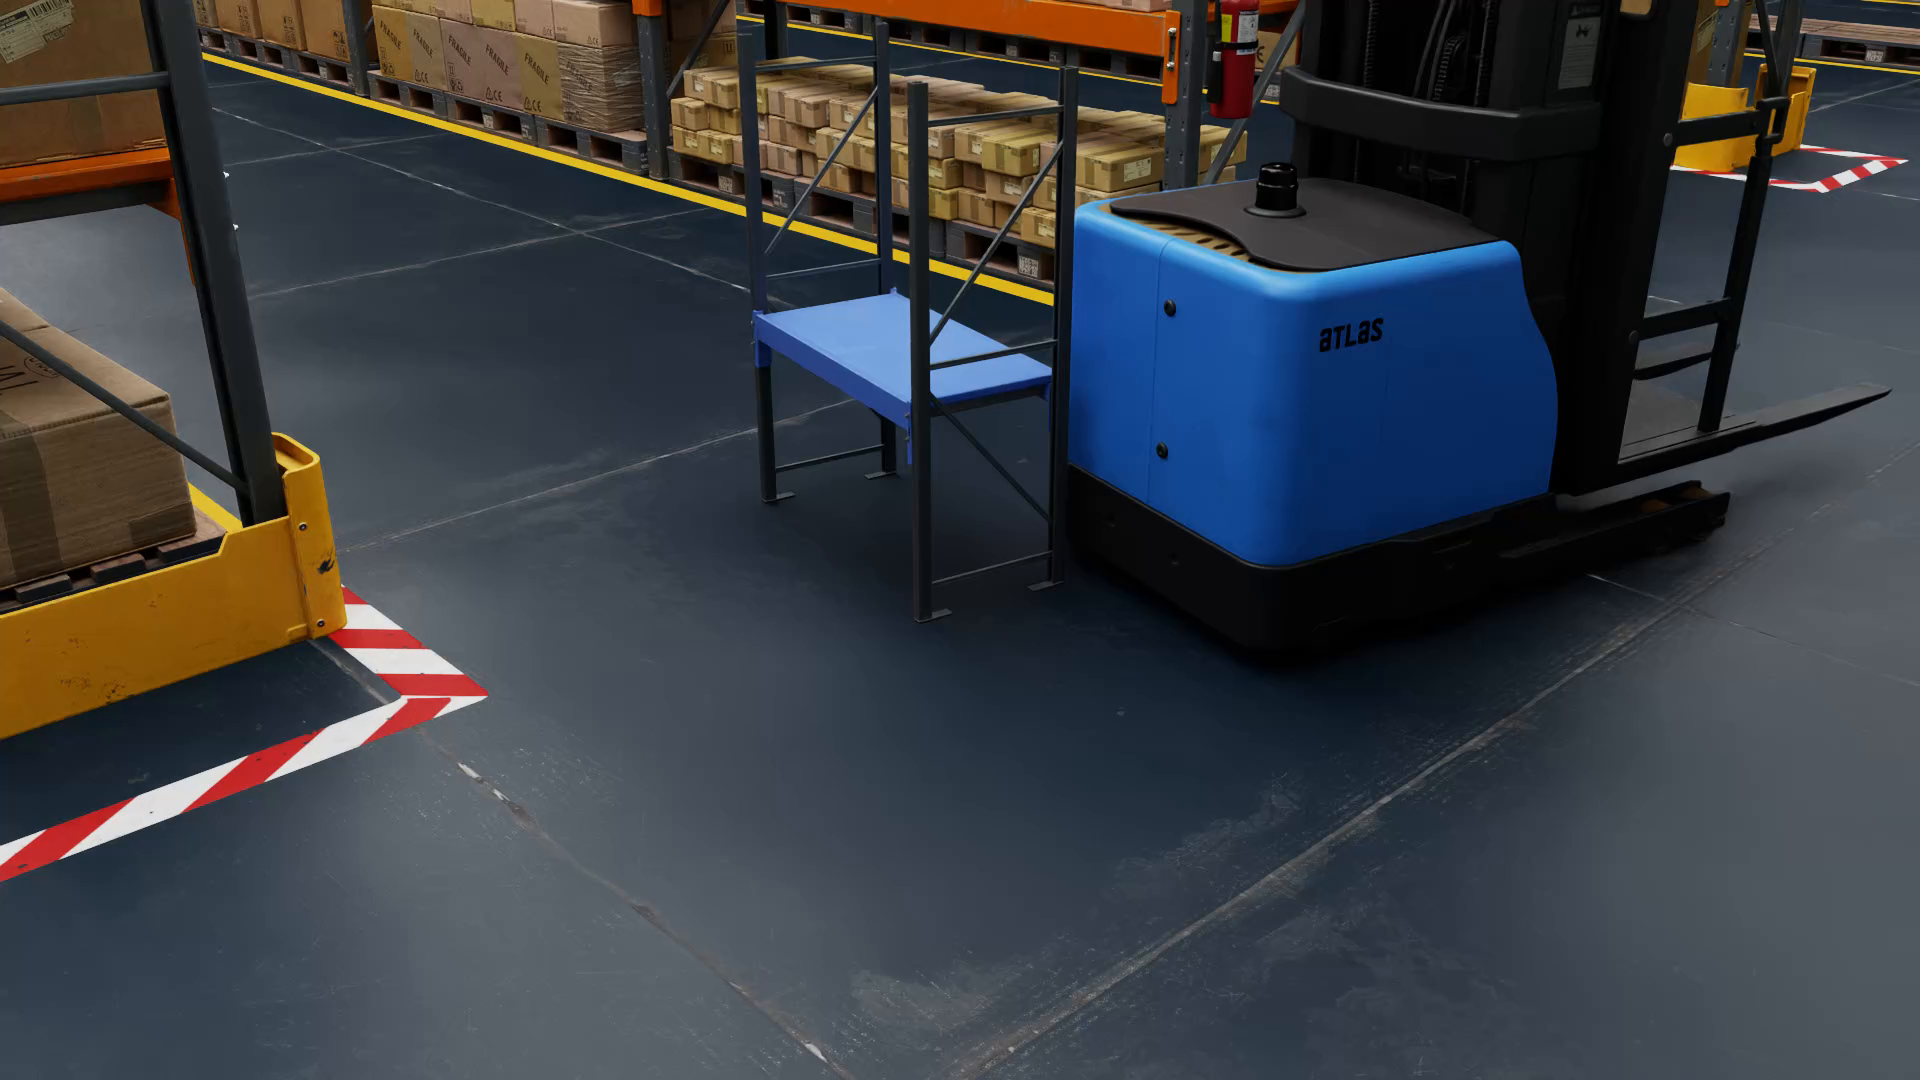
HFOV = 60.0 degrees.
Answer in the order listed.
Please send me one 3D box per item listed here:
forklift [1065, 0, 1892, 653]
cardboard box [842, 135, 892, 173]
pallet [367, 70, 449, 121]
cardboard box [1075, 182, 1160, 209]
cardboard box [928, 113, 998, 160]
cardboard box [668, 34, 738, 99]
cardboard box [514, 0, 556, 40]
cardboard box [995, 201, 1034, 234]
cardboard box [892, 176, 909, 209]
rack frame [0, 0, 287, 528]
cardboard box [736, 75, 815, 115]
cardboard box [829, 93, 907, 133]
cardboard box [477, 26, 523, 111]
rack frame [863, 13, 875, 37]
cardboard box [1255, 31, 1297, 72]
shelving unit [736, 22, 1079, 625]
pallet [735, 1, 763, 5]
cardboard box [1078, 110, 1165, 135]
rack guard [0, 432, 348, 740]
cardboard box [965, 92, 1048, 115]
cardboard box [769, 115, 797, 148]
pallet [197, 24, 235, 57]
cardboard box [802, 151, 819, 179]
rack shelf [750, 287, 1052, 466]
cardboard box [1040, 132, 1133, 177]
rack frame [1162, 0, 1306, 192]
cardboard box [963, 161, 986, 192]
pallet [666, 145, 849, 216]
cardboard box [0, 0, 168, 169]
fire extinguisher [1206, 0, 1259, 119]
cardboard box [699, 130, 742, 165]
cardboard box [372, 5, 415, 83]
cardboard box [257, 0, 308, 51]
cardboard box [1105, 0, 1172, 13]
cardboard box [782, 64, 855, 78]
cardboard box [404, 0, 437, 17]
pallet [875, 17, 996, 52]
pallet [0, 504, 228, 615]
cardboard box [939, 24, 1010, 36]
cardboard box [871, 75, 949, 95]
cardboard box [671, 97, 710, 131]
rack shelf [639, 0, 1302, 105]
[{"bbox_3d":[1.826,-1.465,4.929,3.031,2.935,1.130,-14,28,-28],"label":"forklift"},{"bbox_3d":[-0.390,-2.027,8.650,0.380,0.149,0.250,-21,32,-38],"label":"cardboard box"},{"bbox_3d":[-3.666,-3.368,12.379,1.003,0.211,1.213,-21,32,-38],"label":"pallet"},{"bbox_3d":[0.700,-1.559,7.623,0.380,0.149,0.250,-22,33,-40],"label":"cardboard box"},{"bbox_3d":[-0.032,-2.000,8.233,0.380,0.149,0.250,-20,31,-37],"label":"cardboard box"},{"bbox_3d":[-1.777,-3.015,10.751,0.500,0.500,0.500,-20,31,-37],"label":"cardboard box"},{"bbox_3d":[-2.500,-3.371,10.626,0.500,0.250,0.500,-19,31,-36],"label":"cardboard box"},{"bbox_3d":[0.390,-1.598,8.068,0.380,0.149,0.250,-21,32,-39],"label":"cardboard box"},{"bbox_3d":[-0.181,-1.817,8.549,0.380,0.149,0.250,-20,32,-37],"label":"cardboard box"},{"bbox_3d":[-2.275,-1.015,3.862,1.000,3.000,0.127,-21,32,-38],"label":"rack frame"},{"bbox_3d":[-1.027,-2.501,9.330,0.380,0.149,0.250,-22,32,-39],"label":"cardboard box"},{"bbox_3d":[-0.471,-2.269,8.821,0.250,0.149,0.380,22,33,40],"label":"cardboard box"},{"bbox_3d":[-2.853,-3.181,11.114,0.500,0.500,0.500,-22,33,-40],"label":"cardboard box"},{"bbox_3d":[-0.509,-6.250,15.337,1.000,3.000,0.127,-21,32,-38],"label":"rack frame"},{"bbox_3d":[2.617,-4.040,12.546,0.875,0.875,0.875,-21,32,-38],"label":"cardboard box"},{"bbox_3d":[-0.175,-0.682,4.938,0.538,1.500,1.048,-14,28,-28],"label":"shelving unit"},{"bbox_3d":[-2.710,-5.958,18.056,1.003,0.211,1.213,-21,32,-38],"label":"pallet"},{"bbox_3d":[0.804,-2.032,8.303,0.380,0.149,0.250,-21,32,-39],"label":"cardboard box"},{"bbox_3d":[-2.259,0.129,4.365,1.175,0.500,0.348,-21,32,-38],"label":"rack guard"},{"bbox_3d":[0.245,-2.263,8.809,0.380,0.149,0.250,-21,32,-38],"label":"cardboard box"},{"bbox_3d":[-0.837,-2.293,9.234,0.250,0.149,0.380,22,32,39],"label":"cardboard box"},{"bbox_3d":[-6.351,-4.605,15.089,1.003,0.211,1.213,-21,32,-38],"label":"pallet"},{"bbox_3d":[-0.642,-2.079,9.122,0.250,0.149,0.380,22,33,40],"label":"cardboard box"},{"bbox_3d":[-0.175,-0.518,5.012,0.538,0.185,1.000,-14,28,-28],"label":"rack shelf"},{"bbox_3d":[0.592,-1.796,7.785,0.380,0.149,0.250,-20,32,-37],"label":"cardboard box"},{"bbox_3d":[1.269,-2.450,7.007,1.000,3.000,0.127,-21,32,-38],"label":"rack frame"},{"bbox_3d":[0.235,-1.826,8.209,0.380,0.149,0.250,-22,32,-39],"label":"cardboard box"},{"bbox_3d":[-0.980,-2.200,9.818,1.003,0.211,1.213,-21,32,-38],"label":"pallet"},{"bbox_3d":[-2.394,-1.288,4.338,0.500,0.500,0.500,-22,32,-39],"label":"cardboard box"},{"bbox_3d":[1.104,-2.038,6.646,0.296,0.674,0.183,-21,32,-38],"label":"fire extinguisher"},{"bbox_3d":[-1.269,-2.274,9.550,0.380,0.149,0.250,-20,31,-37],"label":"cardboard box"},{"bbox_3d":[-3.902,-3.641,12.123,0.500,0.500,0.500,22,33,40],"label":"cardboard box"},{"bbox_3d":[-5.150,-4.515,13.738,1.050,0.750,0.750,-21,32,-38],"label":"cardboard box"},{"bbox_3d":[0.840,-2.355,7.100,0.380,0.149,0.250,-21,32,-38],"label":"cardboard box"},{"bbox_3d":[-0.828,-2.727,9.825,0.380,0.149,0.250,-21,32,-38],"label":"cardboard box"},{"bbox_3d":[-3.558,-3.838,11.651,0.500,0.250,0.500,-22,32,-39],"label":"cardboard box"},{"bbox_3d":[-0.026,-4.722,15.345,1.003,0.211,1.213,-21,32,-38],"label":"pallet"},{"bbox_3d":[-2.879,0.033,4.923,1.003,0.211,1.213,-21,32,-38],"label":"pallet"},{"bbox_3d":[0.551,-4.988,14.623,1.225,0.875,0.875,-21,32,-38],"label":"cardboard box"},{"bbox_3d":[-0.280,-2.497,9.321,0.250,0.149,0.380,22,32,39],"label":"cardboard box"},{"bbox_3d":[-1.451,-2.491,9.666,0.380,0.149,0.250,-19,31,-36],"label":"cardboard box"},{"bbox_3d":[-0.098,-2.729,8.484,1.077,0.370,4.000,-21,32,-38],"label":"rack shelf"}]
